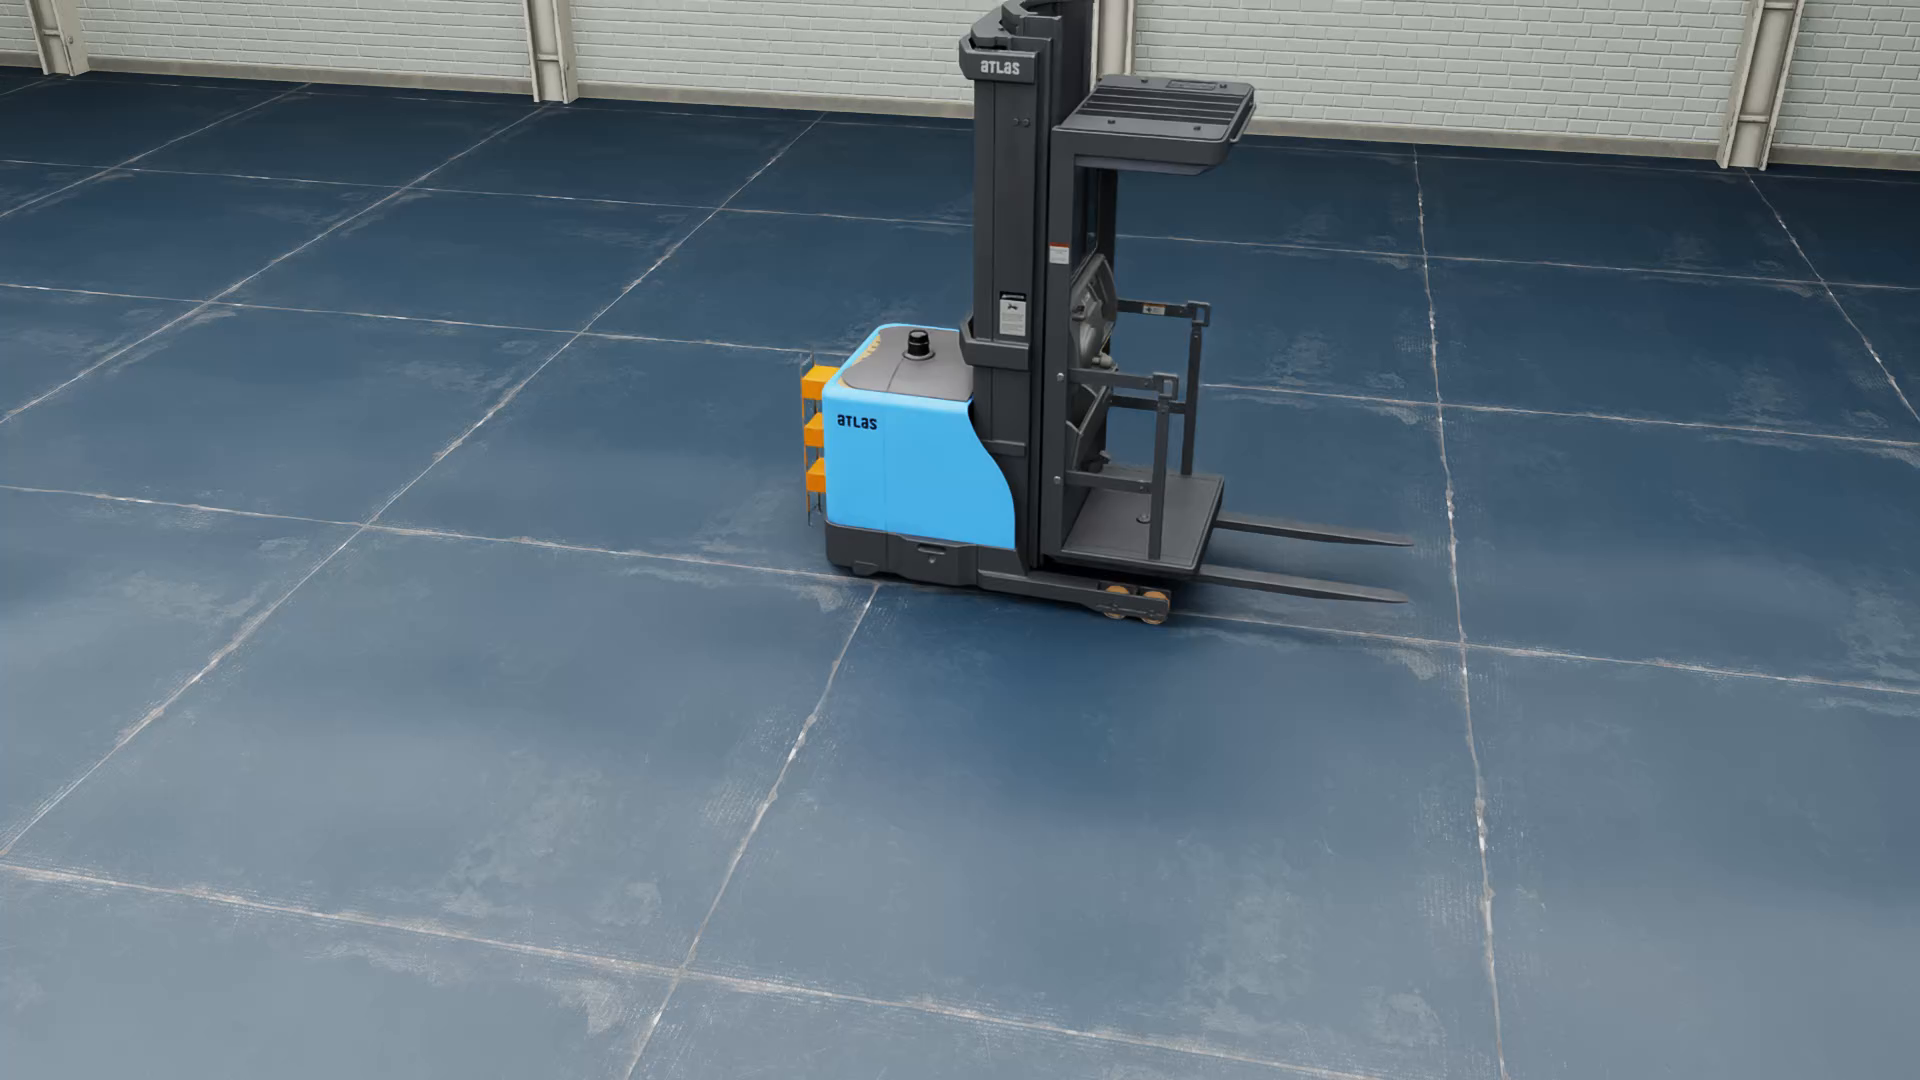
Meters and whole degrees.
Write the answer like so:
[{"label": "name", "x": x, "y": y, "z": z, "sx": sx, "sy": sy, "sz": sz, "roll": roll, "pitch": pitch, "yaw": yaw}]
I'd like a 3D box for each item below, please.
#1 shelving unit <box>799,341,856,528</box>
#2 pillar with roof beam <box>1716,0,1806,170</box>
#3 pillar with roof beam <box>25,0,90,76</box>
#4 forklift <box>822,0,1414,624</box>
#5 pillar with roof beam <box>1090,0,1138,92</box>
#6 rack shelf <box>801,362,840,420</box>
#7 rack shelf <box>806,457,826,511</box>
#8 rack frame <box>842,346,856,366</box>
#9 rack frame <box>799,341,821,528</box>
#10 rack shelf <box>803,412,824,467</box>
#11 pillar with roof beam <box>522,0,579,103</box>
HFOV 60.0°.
[{"label": "shelving unit", "x": -0.710, "y": -0.560, "z": 9.179, "sx": 0.252, "sy": 1.050, "sz": 0.215, "roll": 8, "pitch": 30, "yaw": 14}, {"label": "pillar with roof beam", "x": 6.488, "y": -5.480, "z": 9.888, "sx": 0.400, "sy": 9.000, "sz": 9.100, "roll": 6, "pitch": 29, "yaw": 11}, {"label": "pillar with roof beam", "x": -11.115, "y": -7.285, "z": 13.185, "sx": 0.400, "sy": 9.000, "sz": 9.100, "roll": 6, "pitch": 29, "yaw": 11}, {"label": "forklift", "x": 0.855, "y": -1.142, "z": 8.283, "sx": 3.031, "sy": 2.935, "sz": 1.130, "roll": 8, "pitch": 30, "yaw": 14}, {"label": "pillar with roof beam", "x": 0.620, "y": -6.081, "z": 10.987, "sx": 0.400, "sy": 9.000, "sz": 9.100, "roll": 6, "pitch": 29, "yaw": 11}, {"label": "rack shelf", "x": -0.710, "y": -0.799, "z": 9.048, "sx": 0.240, "sy": 0.259, "sz": 0.215, "roll": 8, "pitch": 30, "yaw": 14}, {"label": "rack shelf", "x": -0.710, "y": -0.306, "z": 9.317, "sx": 0.240, "sy": 0.259, "sz": 0.215, "roll": 8, "pitch": 30, "yaw": 14}, {"label": "rack frame", "x": -0.593, "y": -0.543, "z": 9.149, "sx": 0.008, "sy": 1.050, "sz": 0.200, "roll": 8, "pitch": 30, "yaw": 14}, {"label": "rack frame", "x": -0.827, "y": -0.576, "z": 9.208, "sx": 0.008, "sy": 1.050, "sz": 0.200, "roll": 8, "pitch": 30, "yaw": 14}, {"label": "rack shelf", "x": -0.710, "y": -0.550, "z": 9.184, "sx": 0.240, "sy": 0.259, "sz": 0.215, "roll": 8, "pitch": 30, "yaw": 14}, {"label": "pillar with roof beam", "x": -5.248, "y": -6.683, "z": 12.086, "sx": 0.400, "sy": 9.000, "sz": 9.100, "roll": 6, "pitch": 29, "yaw": 11}]
